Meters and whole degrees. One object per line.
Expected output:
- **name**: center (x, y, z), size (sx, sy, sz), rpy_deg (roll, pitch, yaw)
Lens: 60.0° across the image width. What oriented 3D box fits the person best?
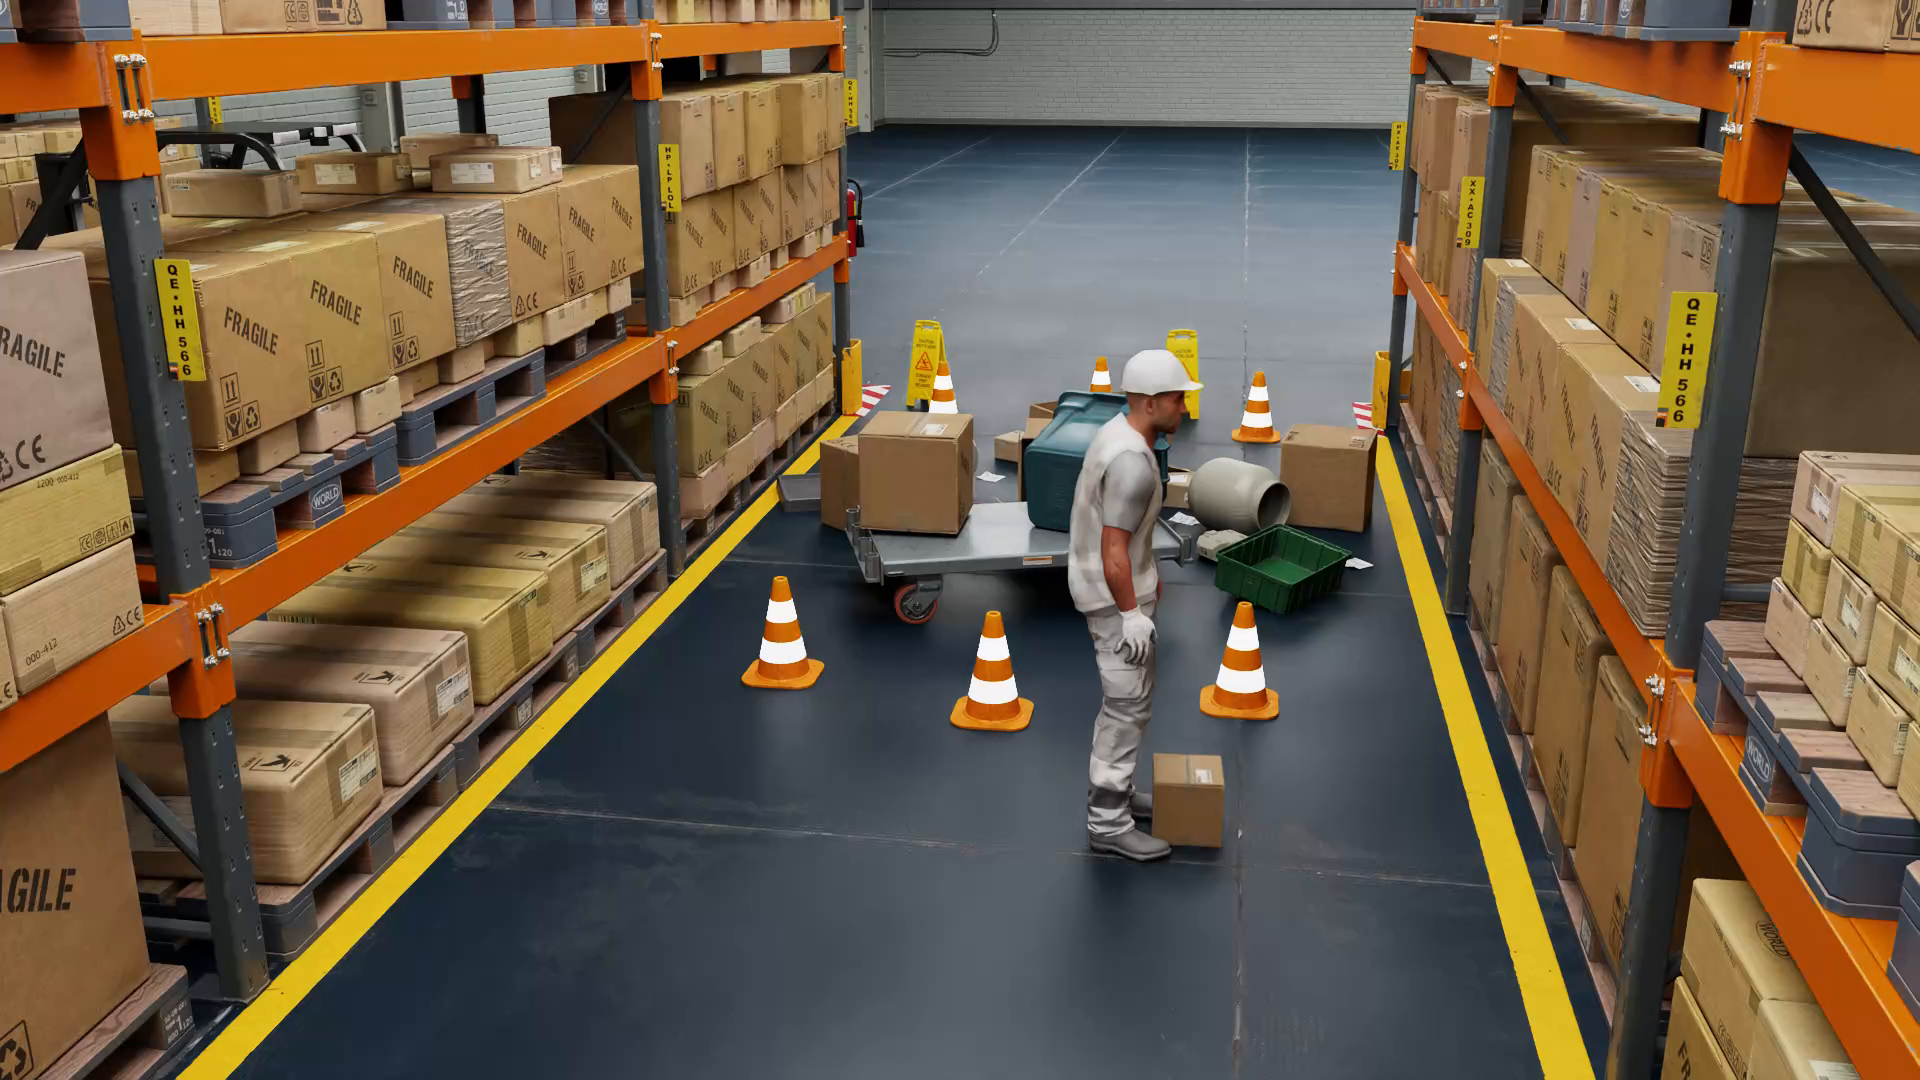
- **person**: center (0.602, 0.212, 5.866), size (0.449, 1.778, 0.595), rpy_deg (2, 18, 7)
